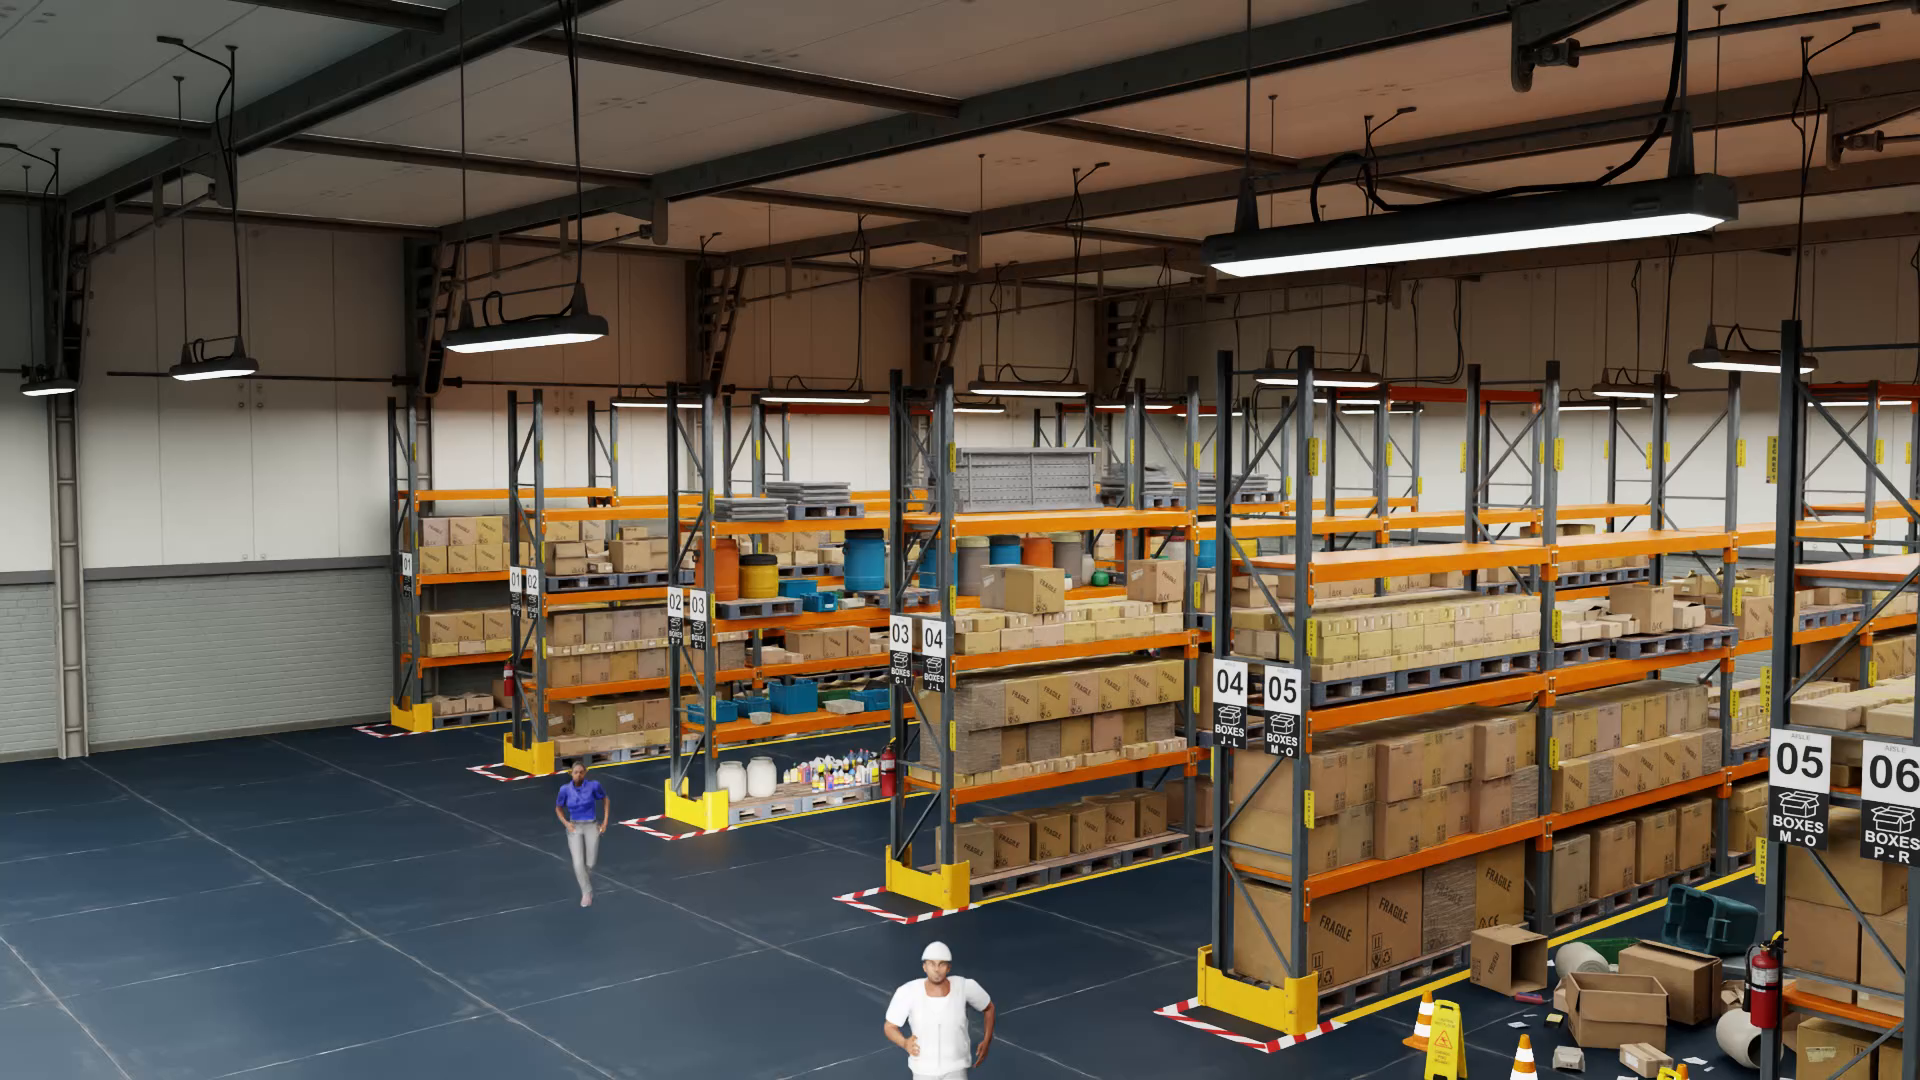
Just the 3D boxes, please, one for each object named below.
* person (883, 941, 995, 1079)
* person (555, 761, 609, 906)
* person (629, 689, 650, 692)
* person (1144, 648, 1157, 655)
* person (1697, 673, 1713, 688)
[{"bbox_3d":[-0.144,3.617,11.350,0.767,1.757,0.609,0,3,1],"label":"person"},{"bbox_3d":[-4.277,3.292,18.846,0.599,1.612,0.683,-1,3,-14],"label":"person"},{"bbox_3d":[-5.634,2.619,29.245,0.688,1.754,0.595,-3,4,-41],"label":"person"},{"bbox_3d":[3.786,2.341,32.543,0.649,1.760,0.894,3,4,42],"label":"person"},{"bbox_3d":[10.891,2.854,24.335,0.734,1.820,0.645,-3,5,-44],"label":"person"}]
